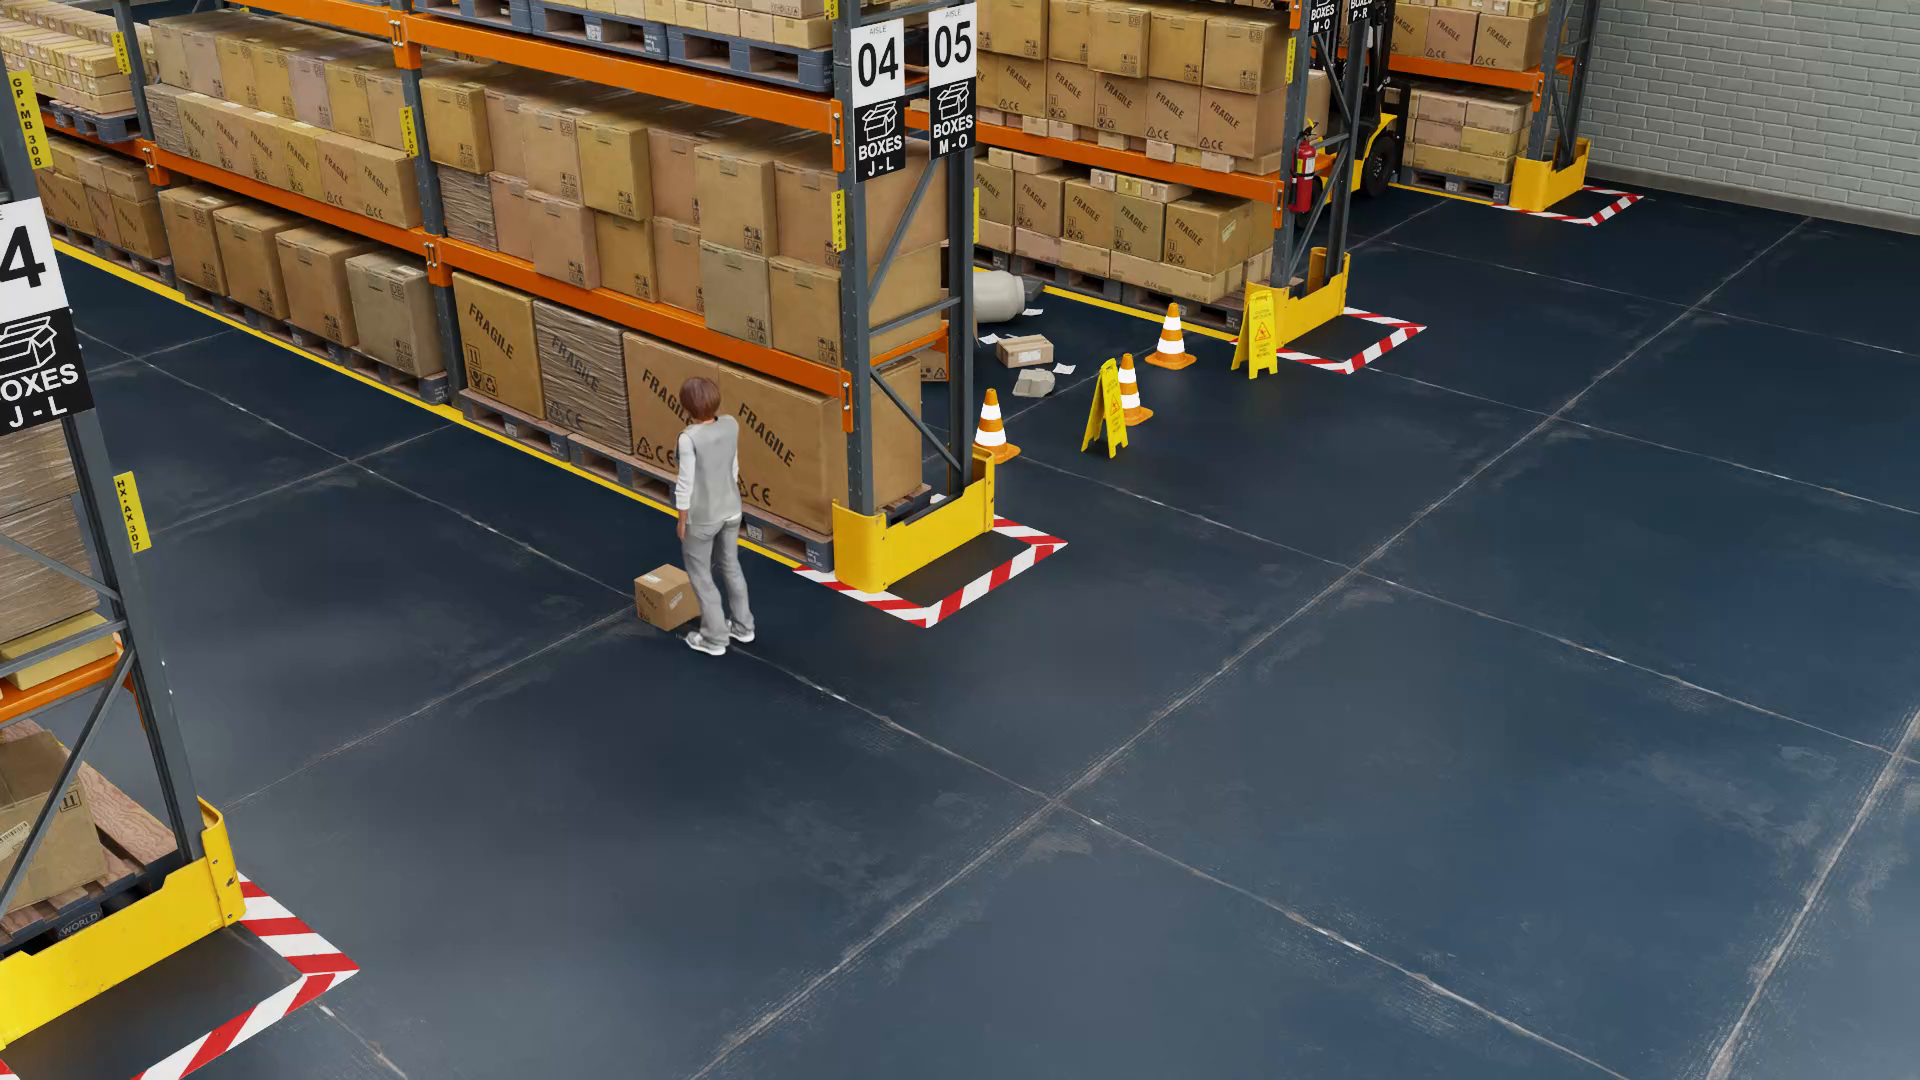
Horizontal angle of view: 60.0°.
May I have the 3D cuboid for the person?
[{"bbox_3d":[-1.338,-0.123,8.874,0.307,1.592,0.407,22,35,35],"label":"person"}]
